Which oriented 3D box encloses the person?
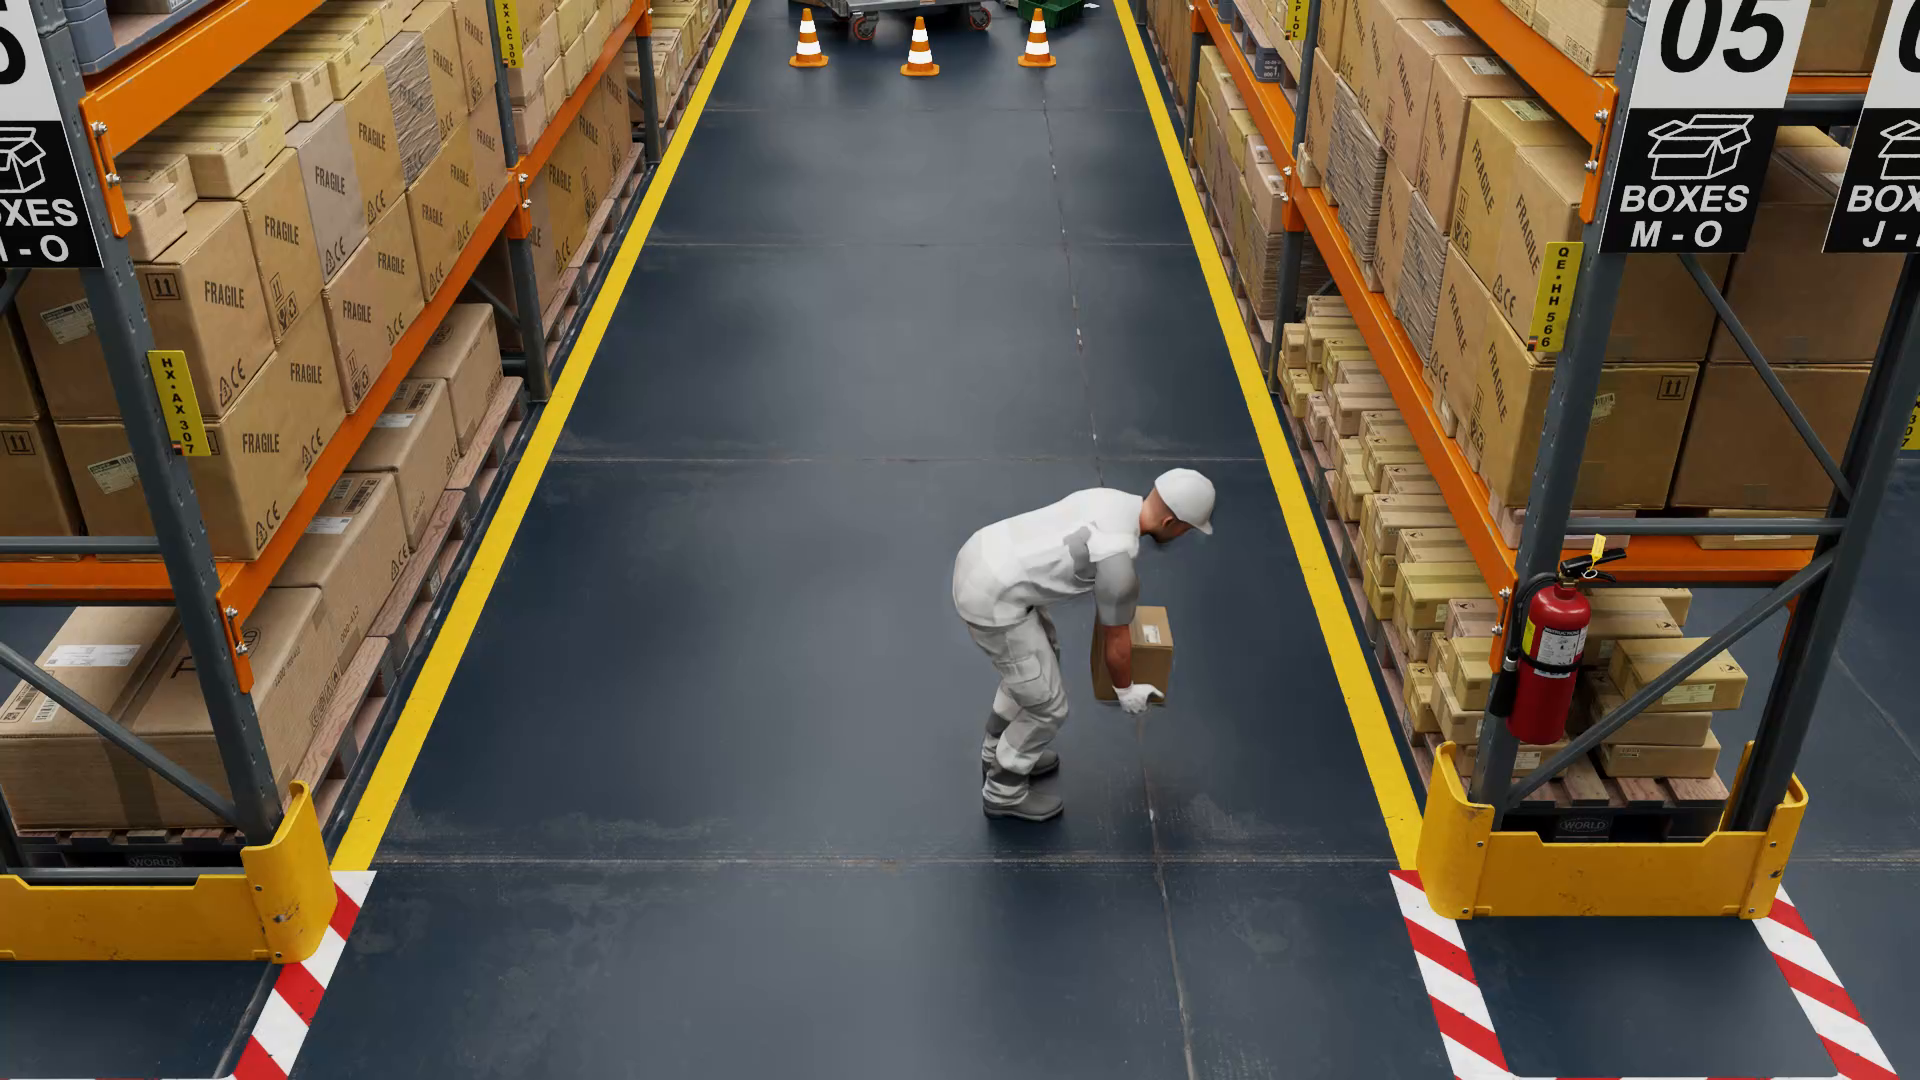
[{"bbox_3d":[0.423,0.357,5.938,0.899,1.354,0.497,-1,31,-2],"label":"person"}]
